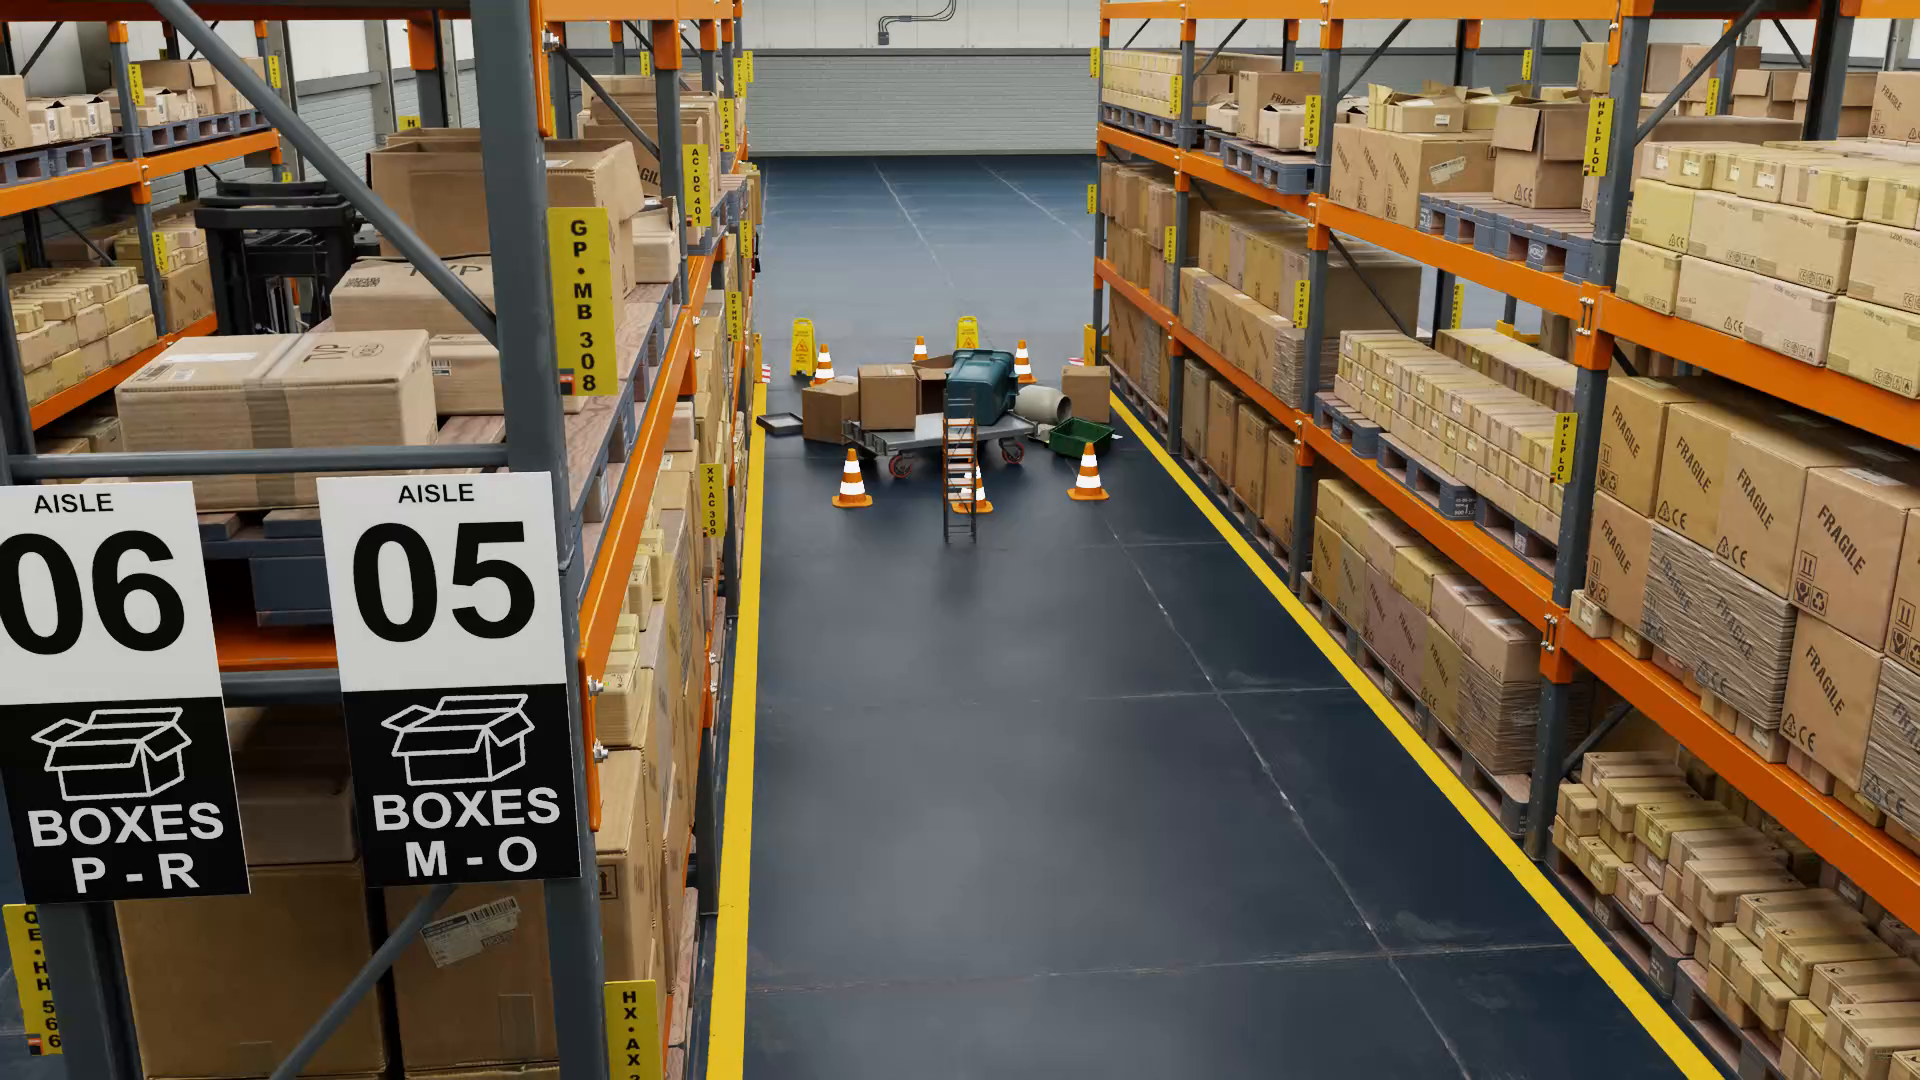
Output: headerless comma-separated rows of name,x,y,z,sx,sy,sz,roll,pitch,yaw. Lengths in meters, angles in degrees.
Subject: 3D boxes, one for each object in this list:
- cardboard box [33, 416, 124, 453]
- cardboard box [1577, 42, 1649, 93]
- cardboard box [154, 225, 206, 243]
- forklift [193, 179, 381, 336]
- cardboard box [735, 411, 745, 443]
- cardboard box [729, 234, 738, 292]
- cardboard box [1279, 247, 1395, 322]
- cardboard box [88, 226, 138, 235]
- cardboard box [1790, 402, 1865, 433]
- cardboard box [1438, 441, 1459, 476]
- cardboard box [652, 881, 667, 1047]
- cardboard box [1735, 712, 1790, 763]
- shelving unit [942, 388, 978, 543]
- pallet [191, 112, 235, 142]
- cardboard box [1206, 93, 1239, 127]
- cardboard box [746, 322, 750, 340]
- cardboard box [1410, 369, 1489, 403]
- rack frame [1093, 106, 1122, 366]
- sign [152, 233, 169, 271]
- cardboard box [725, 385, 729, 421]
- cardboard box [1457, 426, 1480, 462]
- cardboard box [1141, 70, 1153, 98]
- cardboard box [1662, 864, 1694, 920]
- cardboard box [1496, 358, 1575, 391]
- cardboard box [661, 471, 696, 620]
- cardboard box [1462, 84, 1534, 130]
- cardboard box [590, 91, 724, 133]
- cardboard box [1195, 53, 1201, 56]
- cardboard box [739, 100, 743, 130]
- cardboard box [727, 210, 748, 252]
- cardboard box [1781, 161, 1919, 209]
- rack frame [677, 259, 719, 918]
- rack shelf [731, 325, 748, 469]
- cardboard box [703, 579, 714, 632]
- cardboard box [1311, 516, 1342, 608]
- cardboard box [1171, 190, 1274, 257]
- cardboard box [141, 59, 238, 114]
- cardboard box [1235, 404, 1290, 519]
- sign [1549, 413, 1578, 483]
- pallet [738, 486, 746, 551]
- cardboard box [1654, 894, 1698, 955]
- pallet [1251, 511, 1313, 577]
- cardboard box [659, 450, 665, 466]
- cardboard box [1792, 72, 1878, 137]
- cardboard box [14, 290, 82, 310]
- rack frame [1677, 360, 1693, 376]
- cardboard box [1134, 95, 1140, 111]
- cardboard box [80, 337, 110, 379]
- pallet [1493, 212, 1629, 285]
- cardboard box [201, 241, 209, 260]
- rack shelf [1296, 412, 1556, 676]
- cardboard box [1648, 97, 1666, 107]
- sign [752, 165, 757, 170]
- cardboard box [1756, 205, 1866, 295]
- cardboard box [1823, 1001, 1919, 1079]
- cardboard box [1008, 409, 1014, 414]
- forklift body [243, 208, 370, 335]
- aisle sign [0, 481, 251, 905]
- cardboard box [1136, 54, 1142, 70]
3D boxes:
cardboard box,-7.241,-0.610,13.376,0.875,0.625,0.625,-2,18,-6
cardboard box,6.888,-4.990,17.558,0.500,0.500,0.500,-2,18,-6
cardboard box,-7.246,-2.840,15.468,0.380,0.149,0.250,-2,18,-7
forklift,-4.504,-1.083,11.735,1.130,2.935,3.031,-2,18,-5
cardboard box,-2.385,-0.874,14.639,0.950,0.372,0.625,-2,17,-5
cardboard box,-2.166,-2.343,14.268,0.500,0.500,0.500,-2,18,-7
cardboard box,2.794,-1.884,12.335,0.700,0.500,0.500,-2,18,-6
cardboard box,-7.832,-2.819,15.402,0.380,0.149,0.250,-2,18,-7
cardboard box,3.673,-0.264,6.678,0.500,0.500,0.500,-2,18,-7
cardboard box,2.921,-0.464,9.365,0.380,0.149,0.250,-1,17,-3
cardboard box,-1.048,1.142,4.364,0.500,0.500,0.500,-2,18,-6
cardboard box,3.185,0.722,6.289,0.380,0.149,0.250,-1,17,-3
shelving unit,-0.002,-0.577,13.011,0.258,1.200,0.189,-2,18,-6
pallet,-7.615,-3.934,15.840,1.003,0.211,1.213,-2,18,-6
cardboard box,2.286,-3.694,14.285,0.258,0.266,0.396,-2,18,-7
cardboard box,-2.242,-2.016,16.144,0.380,0.149,0.250,-1,17,-4
cardboard box,2.876,-0.904,9.774,0.380,0.149,0.250,-1,17,-4
rack frame,2.059,-3.458,19.185,1.000,3.000,0.127,-2,18,-6
sign,-6.840,-2.463,14.215,0.100,0.325,0.005,-2,18,-6
cardboard box,-1.726,-0.922,10.523,0.500,0.250,0.500,-2,18,-6
cardboard box,2.950,-0.529,9.077,0.380,0.149,0.250,-3,18,-8
cardboard box,2.064,-4.455,16.236,0.500,0.250,0.500,-2,18,-6
cardboard box,3.217,1.477,7.026,0.380,0.149,0.250,-3,18,-8
cardboard box,3.492,-1.003,10.089,0.380,0.149,0.250,-2,18,-6
cardboard box,-1.249,0.059,6.147,0.500,0.500,0.500,-2,18,-6
cardboard box,3.252,-2.654,10.171,0.396,0.266,0.258,-2,18,-6
cardboard box,-1.840,-2.465,10.140,0.797,0.503,0.637,-3,18,-9
cardboard box,2.589,-4.854,16.842,0.380,0.149,0.250,-2,18,-5
cardboard box,-2.316,-4.028,15.744,0.500,0.250,0.500,-2,18,-5
cardboard box,-2.271,-2.888,15.036,0.700,0.500,0.500,-2,18,-6
cardboard box,3.192,-1.267,5.947,0.380,0.149,0.250,-2,18,-7
rack frame,-1.616,0.300,7.214,1.000,3.000,0.127,-2,18,-6
rack shelf,-2.235,-1.145,13.016,1.077,0.370,4.000,-2,18,-6
cardboard box,-1.399,0.232,7.680,0.500,0.250,0.500,-2,18,-7
cardboard box,2.704,0.136,11.208,0.500,0.500,0.500,-3,18,-8
cardboard box,2.468,-2.964,15.558,0.875,0.550,0.550,-2,18,-6
cardboard box,-7.497,-4.415,16.190,0.700,0.500,0.500,-2,18,-5
cardboard box,2.817,-0.647,13.283,1.050,0.750,0.750,-2,17,-5
sign,2.745,-0.417,7.566,0.100,0.325,0.005,-2,18,-6
pallet,-2.231,-0.157,13.325,1.003,0.211,1.213,-2,18,-6
cardboard box,3.196,1.621,7.065,0.380,0.149,0.250,-2,18,-7
pallet,2.878,0.018,12.766,1.003,0.211,1.213,-2,18,-6
cardboard box,-1.349,-0.371,6.430,0.380,0.149,0.250,-1,17,-4
cardboard box,7.464,-3.647,13.904,0.797,0.503,0.637,-1,17,-3
cardboard box,-6.961,-1.812,12.690,0.380,0.149,0.250,-2,18,-5
rack frame,7.416,-2.390,15.781,1.000,3.000,0.127,-2,18,-6
cardboard box,1.958,-4.379,16.662,0.380,0.149,0.250,-2,18,-6
cardboard box,-6.988,-1.417,12.933,0.500,0.250,0.500,-2,18,-5
pallet,3.339,-1.412,7.972,1.213,0.211,1.003,-2,18,-6
cardboard box,-7.210,-2.697,15.511,0.380,0.149,0.250,-2,18,-6
rack shelf,3.091,-0.136,9.803,1.077,0.370,4.000,-2,18,-6
cardboard box,6.992,-4.263,16.326,0.380,0.149,0.250,-2,18,-7
sign,-2.300,-3.990,18.417,0.100,0.325,0.005,-2,18,-6
cardboard box,3.193,-1.032,5.863,0.500,0.250,0.500,-1,17,-5
cardboard box,3.234,1.727,5.732,0.380,0.149,0.250,-1,17,-4
cardboard box,0.463,-1.417,17.249,0.396,0.266,0.258,1,17,4
forklift body,-5.781,-2.207,16.617,2.313,2.155,1.214,-2,18,-6
aisle sign,-1.505,0.282,2.930,0.394,0.787,0.004,-2,18,-6
cardboard box,1.960,-4.758,16.537,0.380,0.149,0.250,-2,17,-5
